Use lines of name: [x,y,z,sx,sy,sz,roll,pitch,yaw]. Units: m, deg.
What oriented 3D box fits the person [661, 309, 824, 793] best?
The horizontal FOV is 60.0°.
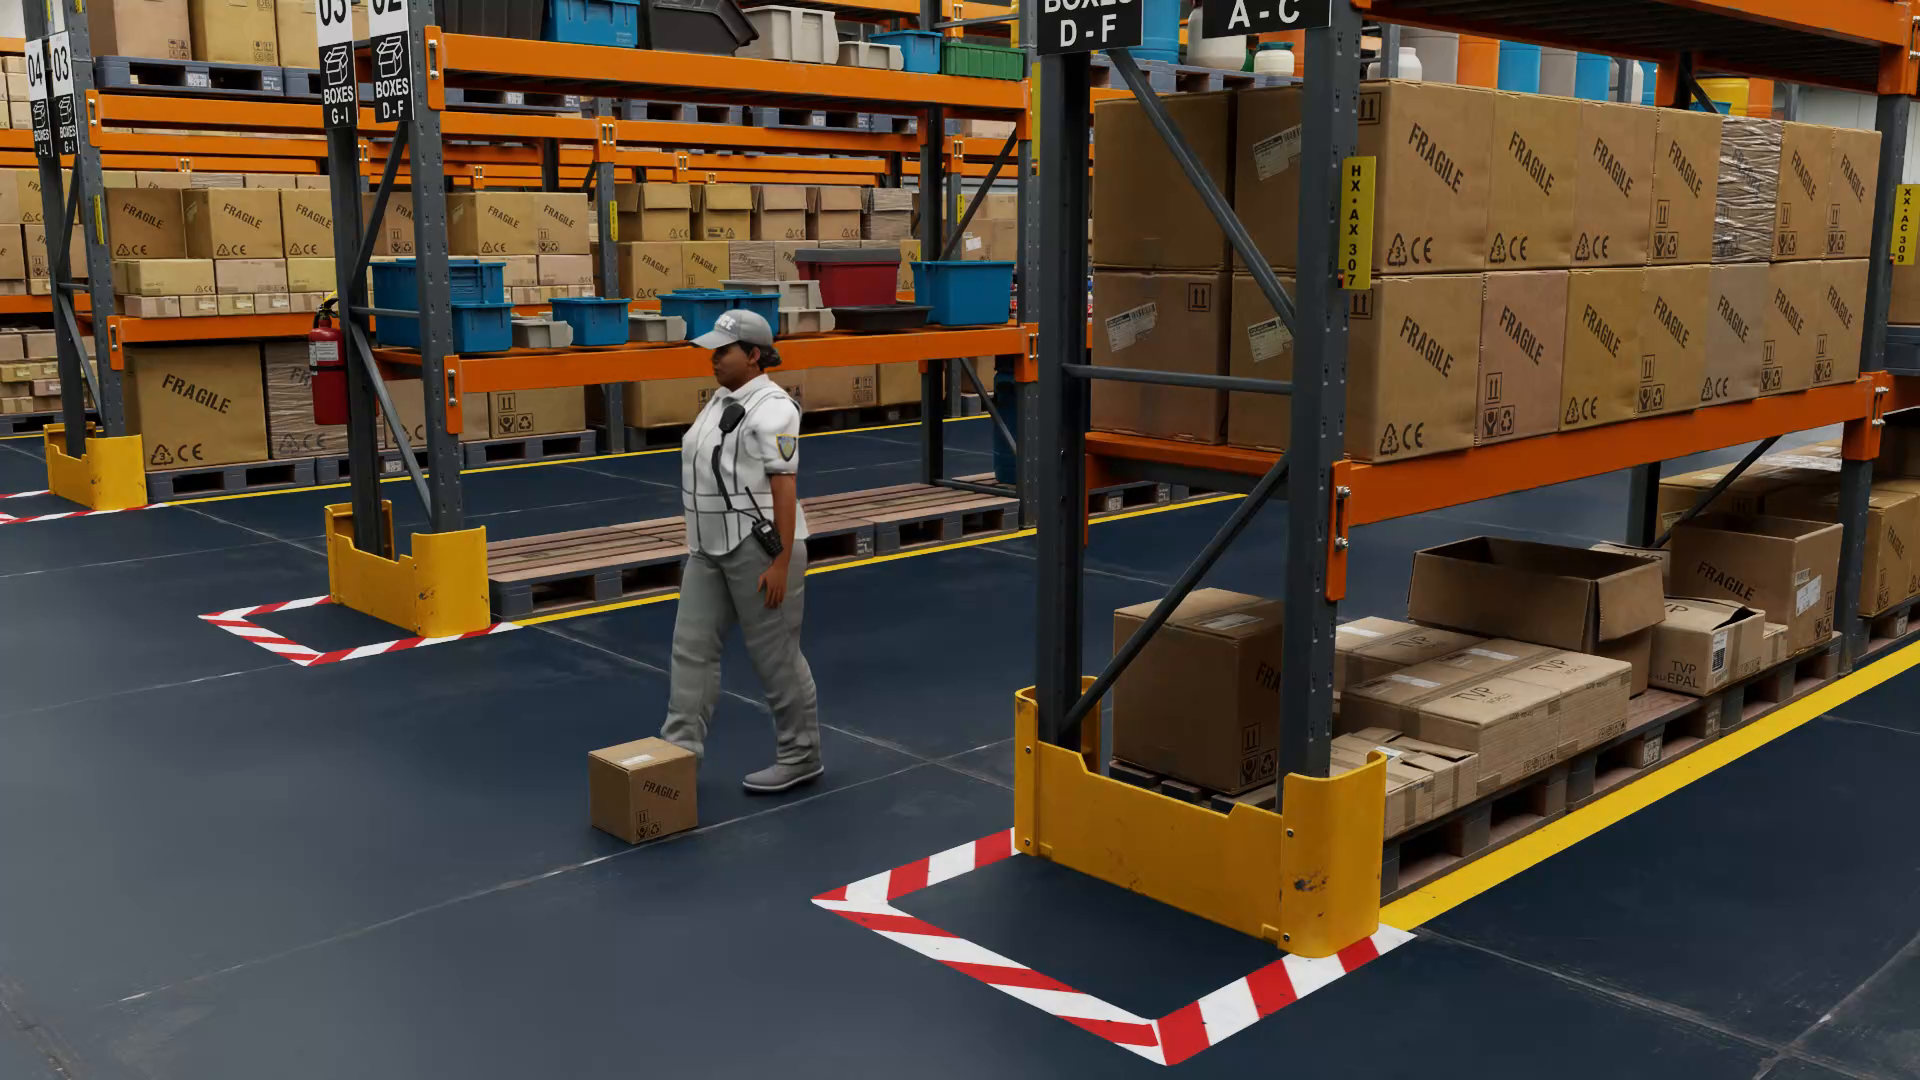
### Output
person: [-0.812,0.058,5.598,0.697,1.651,0.487,-8,14,-38]
